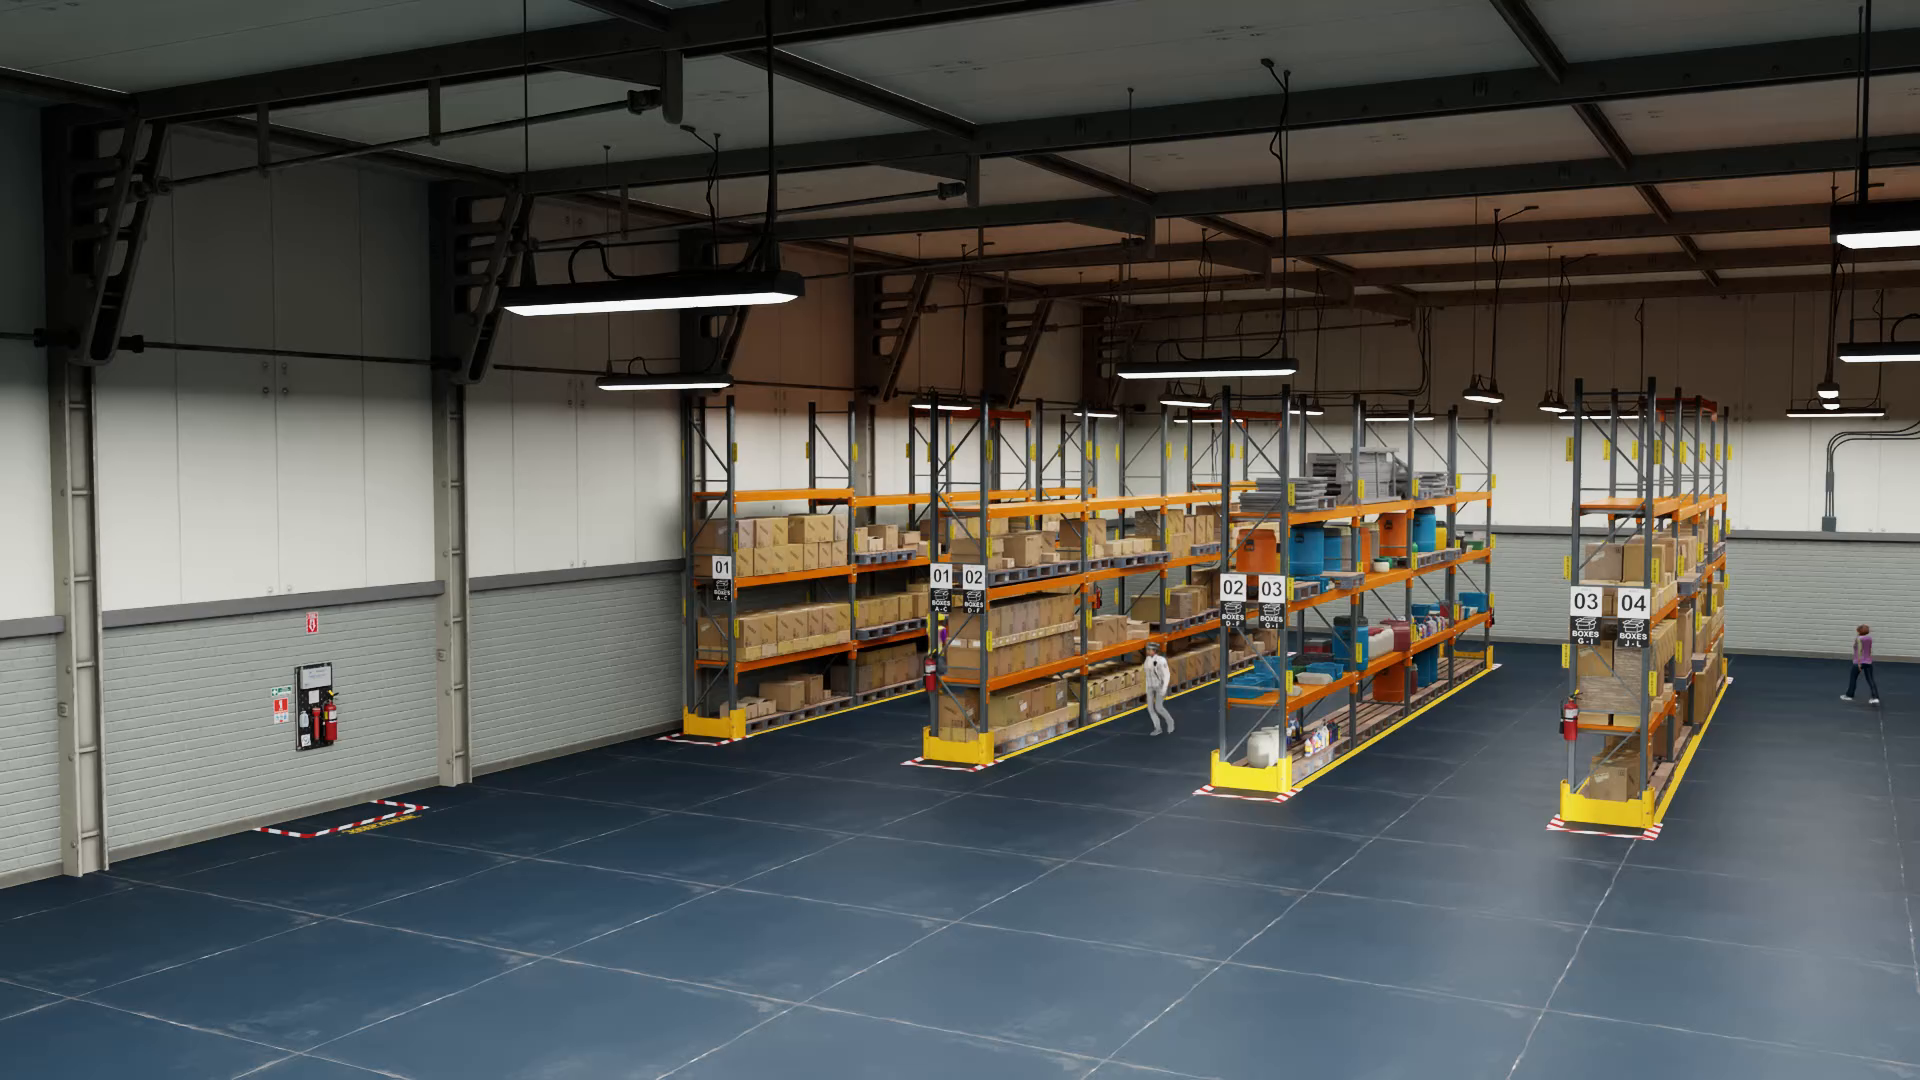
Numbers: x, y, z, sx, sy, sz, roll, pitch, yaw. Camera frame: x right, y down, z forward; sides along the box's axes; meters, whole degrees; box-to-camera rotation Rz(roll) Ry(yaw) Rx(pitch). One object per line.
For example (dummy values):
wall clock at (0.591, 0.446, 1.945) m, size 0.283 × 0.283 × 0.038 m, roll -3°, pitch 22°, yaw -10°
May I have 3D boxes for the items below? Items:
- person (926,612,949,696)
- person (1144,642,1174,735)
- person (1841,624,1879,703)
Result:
person at (-0.432, 2.344, 33.607) m, size 0.607 × 1.755 × 0.475 m, roll 3°, pitch 4°, yaw 44°
person at (3.533, 2.627, 29.564) m, size 0.497 × 1.655 × 0.566 m, roll -3°, pitch 4°, yaw -43°
person at (18.006, 2.456, 33.160) m, size 0.387 × 1.540 × 0.934 m, roll 0°, pitch 3°, yaw -3°
